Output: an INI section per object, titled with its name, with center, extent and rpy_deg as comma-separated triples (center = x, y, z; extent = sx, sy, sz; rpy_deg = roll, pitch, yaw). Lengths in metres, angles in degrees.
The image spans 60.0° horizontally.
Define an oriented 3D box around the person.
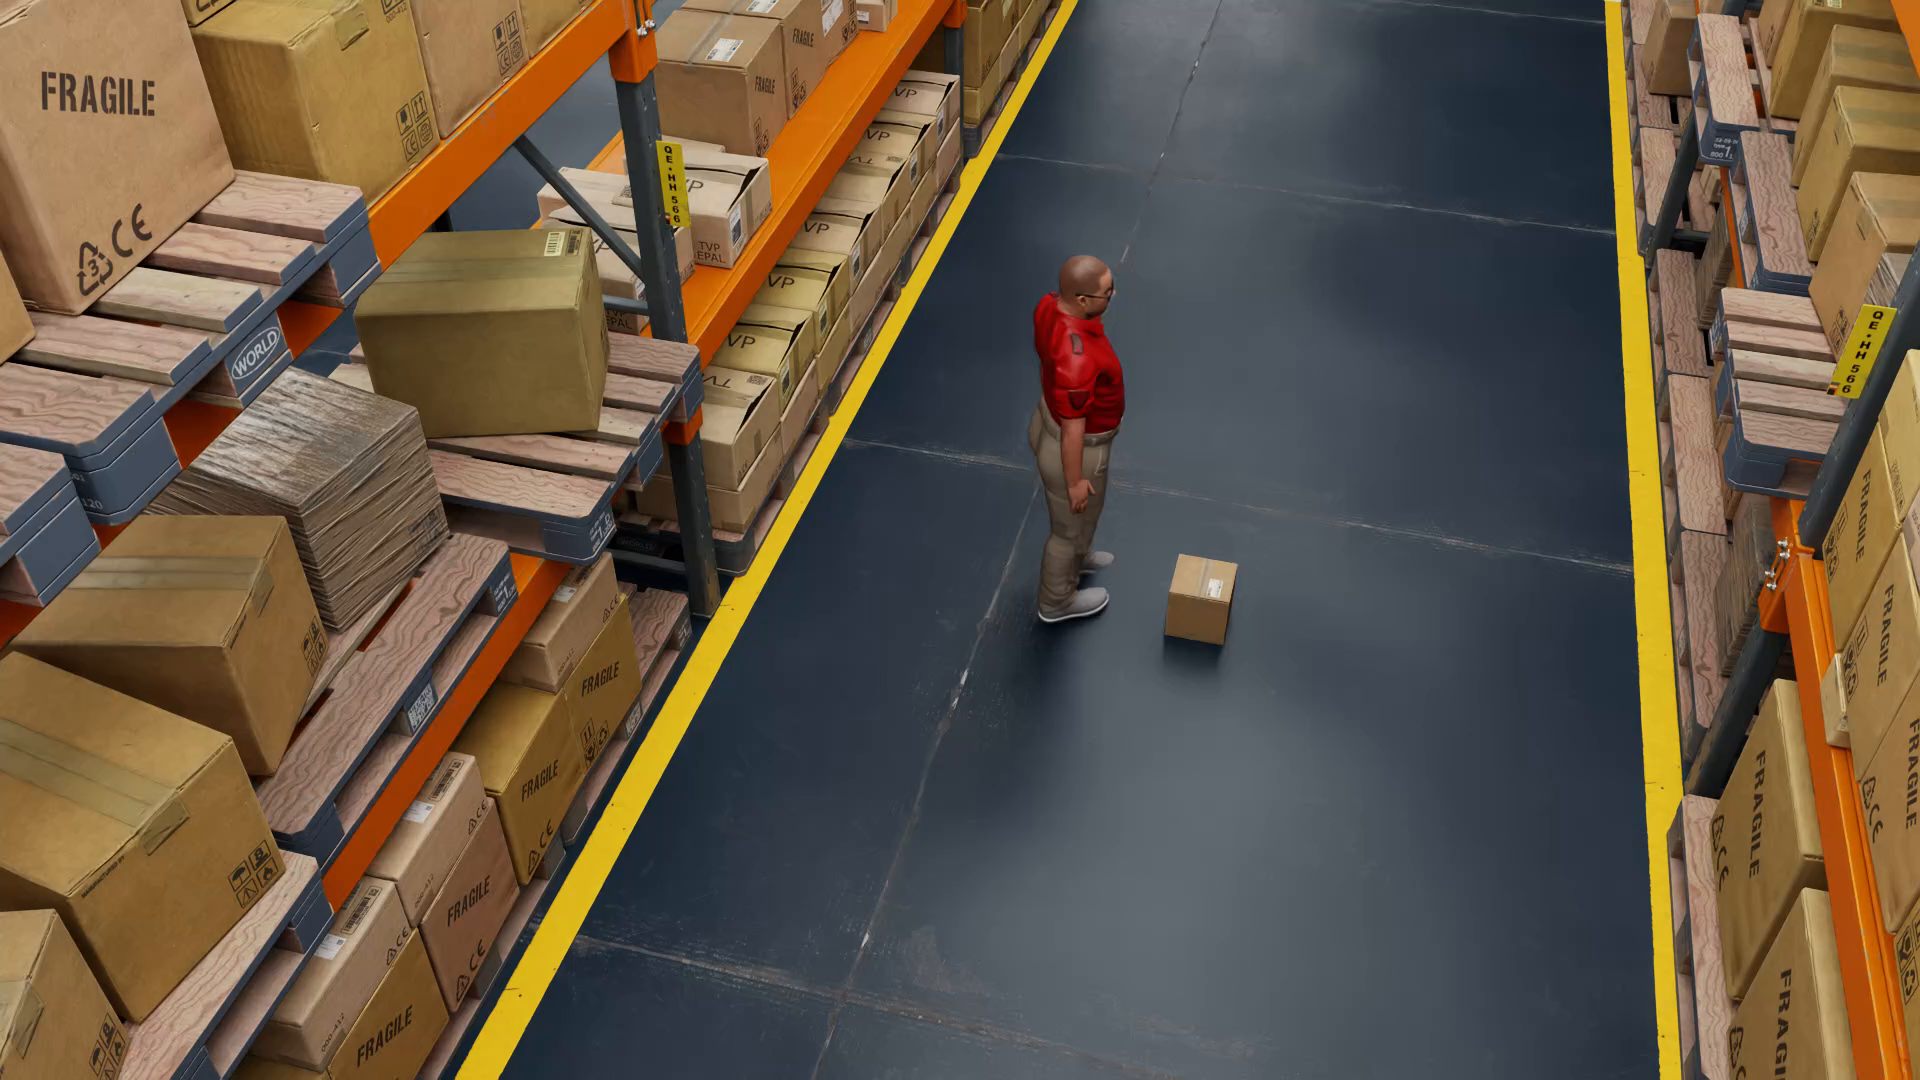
[person]
center = 0.512, -0.383, 6.636
extent = 0.466, 1.772, 0.586
rpy_deg = -8, 41, -9
